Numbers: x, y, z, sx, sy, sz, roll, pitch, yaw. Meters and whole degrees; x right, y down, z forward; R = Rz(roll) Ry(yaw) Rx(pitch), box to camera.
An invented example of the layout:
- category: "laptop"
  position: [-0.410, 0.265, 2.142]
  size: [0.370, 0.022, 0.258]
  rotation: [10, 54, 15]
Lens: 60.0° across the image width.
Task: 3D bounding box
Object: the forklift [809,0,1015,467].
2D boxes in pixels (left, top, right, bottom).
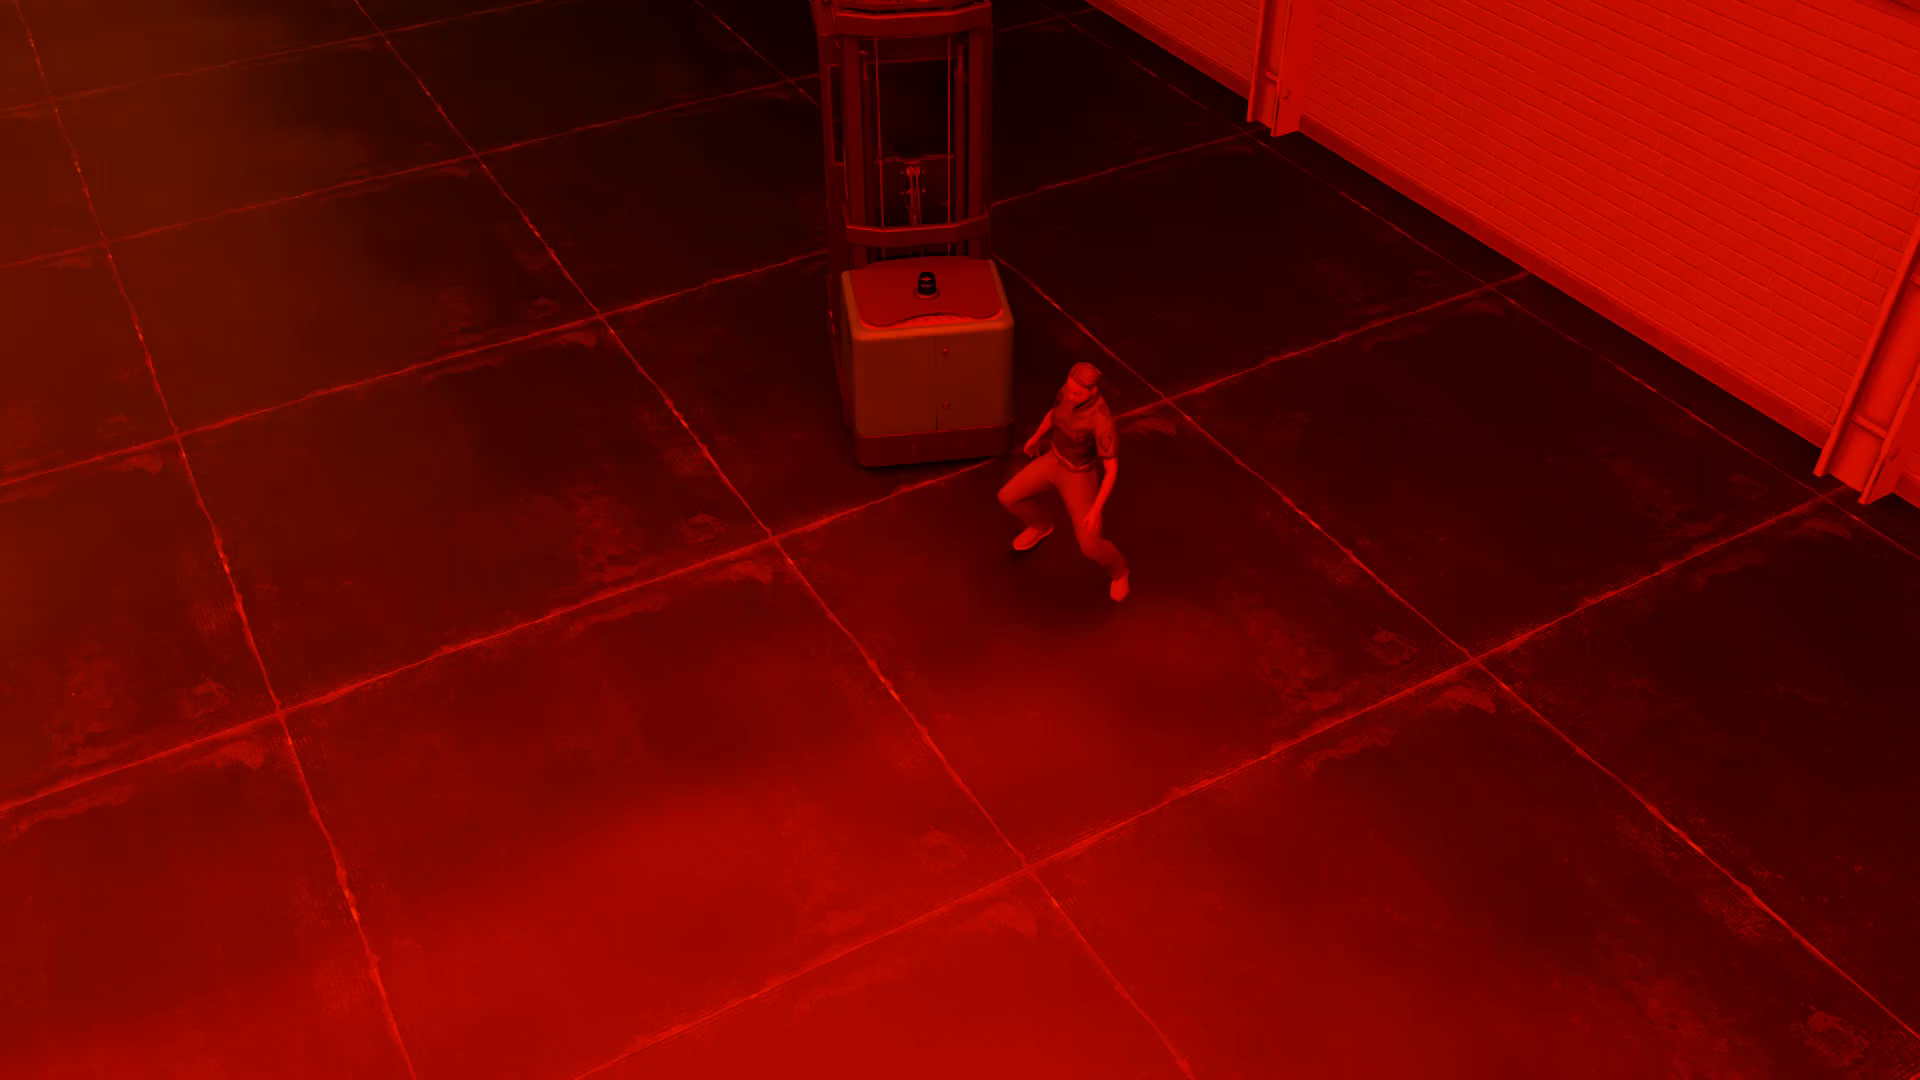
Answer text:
- category: "forklift"
  position: [-0.378, -2.541, 11.100]
  size: [1.130, 2.935, 3.031]
  rotation: [-6, 40, -7]

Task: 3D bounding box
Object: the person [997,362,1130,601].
- category: "person"
  position: [0.652, -0.381, 9.613]
  size: [0.619, 1.550, 0.865]
  rotation: [-22, 44, -24]
